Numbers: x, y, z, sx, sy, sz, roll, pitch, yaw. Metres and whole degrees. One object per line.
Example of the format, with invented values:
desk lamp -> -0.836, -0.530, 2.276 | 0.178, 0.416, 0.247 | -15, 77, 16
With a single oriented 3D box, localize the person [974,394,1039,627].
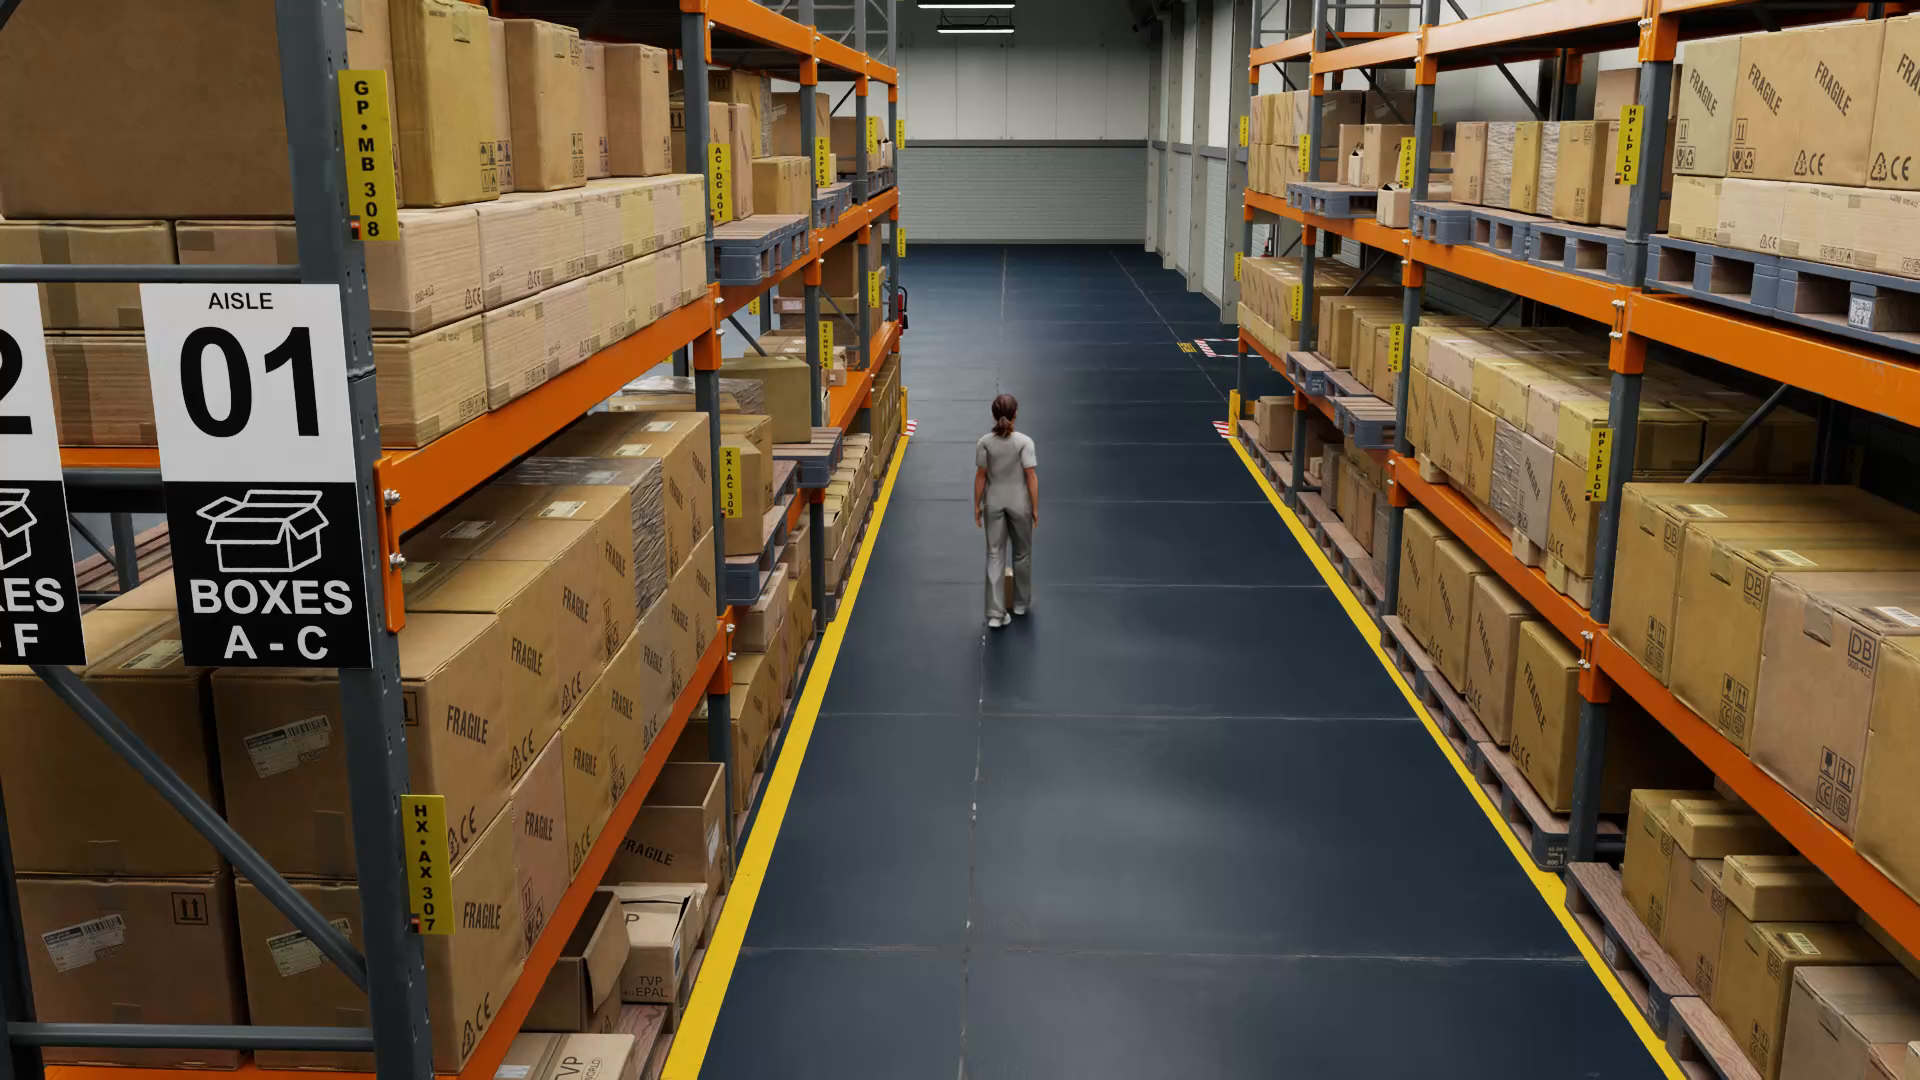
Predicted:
person -> 0.350, -0.238, 11.952 | 0.462, 1.665, 0.722 | 3, 14, 10
